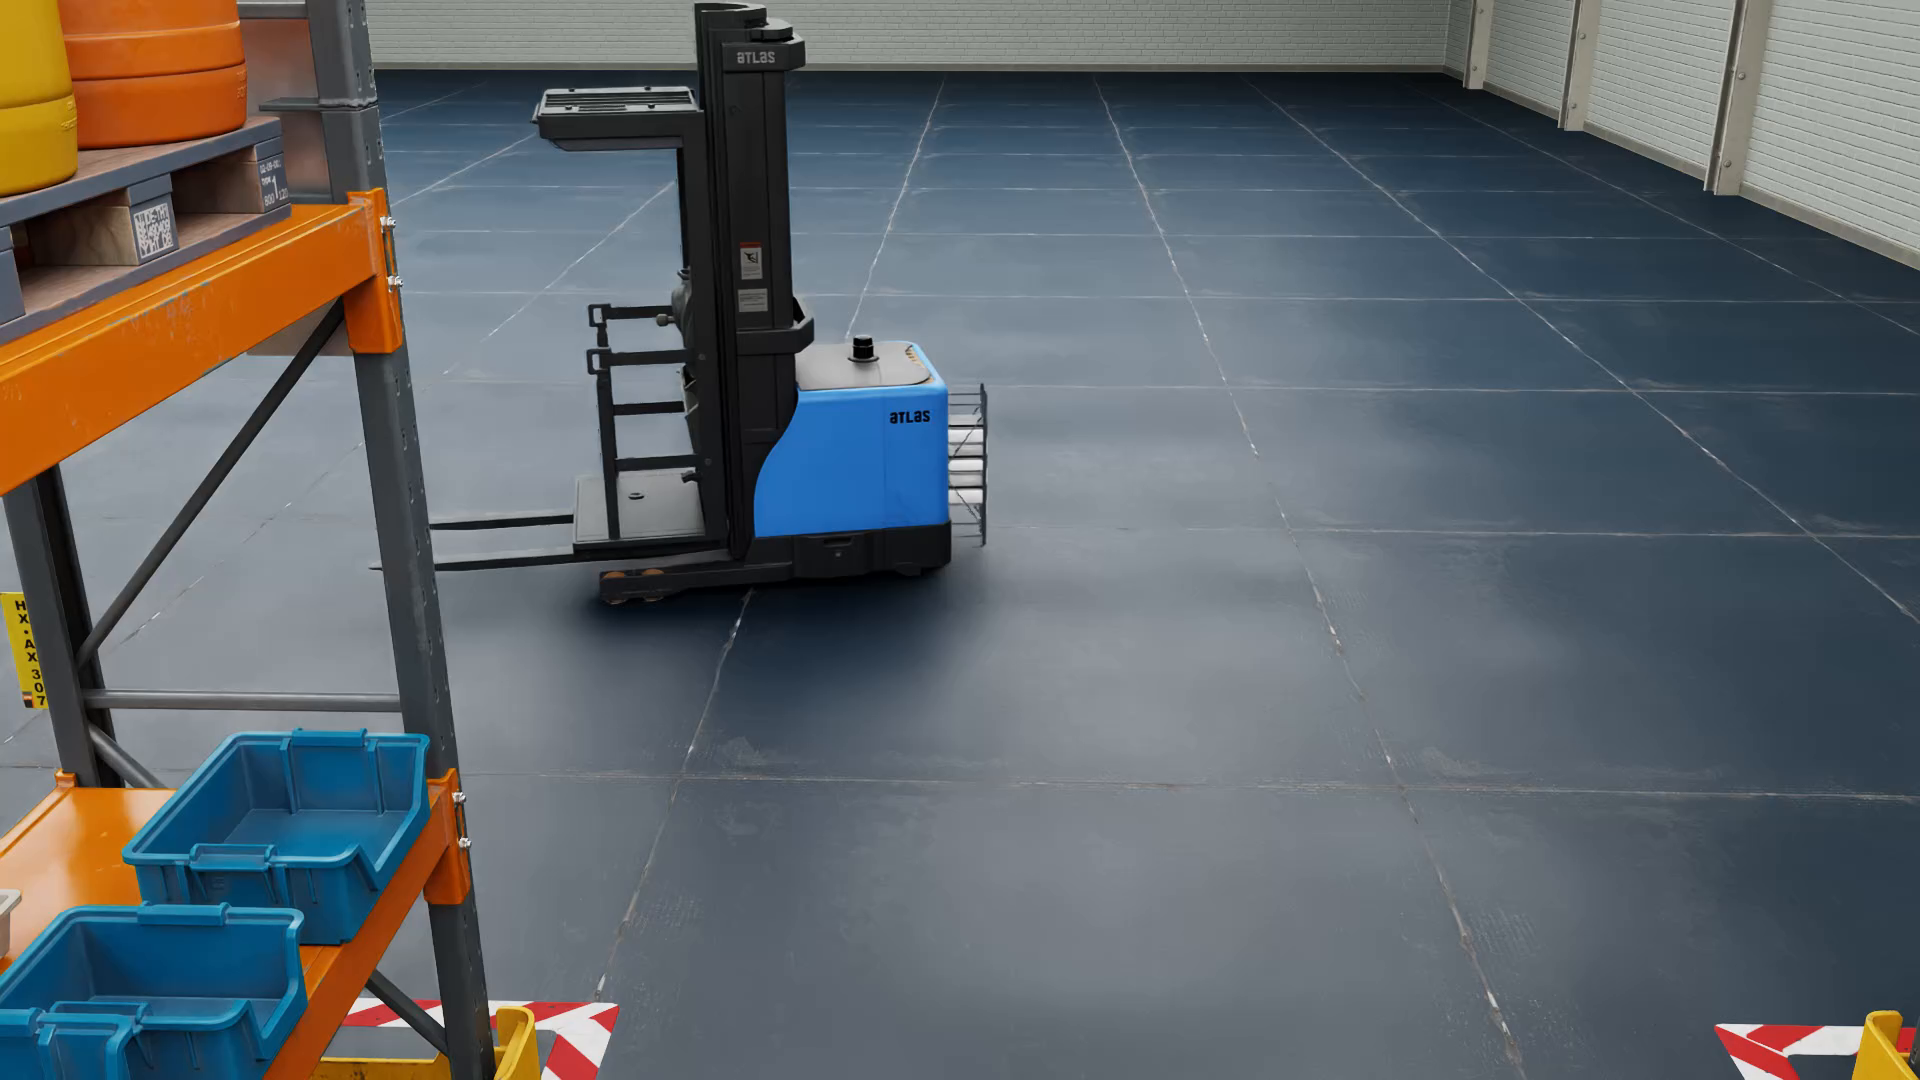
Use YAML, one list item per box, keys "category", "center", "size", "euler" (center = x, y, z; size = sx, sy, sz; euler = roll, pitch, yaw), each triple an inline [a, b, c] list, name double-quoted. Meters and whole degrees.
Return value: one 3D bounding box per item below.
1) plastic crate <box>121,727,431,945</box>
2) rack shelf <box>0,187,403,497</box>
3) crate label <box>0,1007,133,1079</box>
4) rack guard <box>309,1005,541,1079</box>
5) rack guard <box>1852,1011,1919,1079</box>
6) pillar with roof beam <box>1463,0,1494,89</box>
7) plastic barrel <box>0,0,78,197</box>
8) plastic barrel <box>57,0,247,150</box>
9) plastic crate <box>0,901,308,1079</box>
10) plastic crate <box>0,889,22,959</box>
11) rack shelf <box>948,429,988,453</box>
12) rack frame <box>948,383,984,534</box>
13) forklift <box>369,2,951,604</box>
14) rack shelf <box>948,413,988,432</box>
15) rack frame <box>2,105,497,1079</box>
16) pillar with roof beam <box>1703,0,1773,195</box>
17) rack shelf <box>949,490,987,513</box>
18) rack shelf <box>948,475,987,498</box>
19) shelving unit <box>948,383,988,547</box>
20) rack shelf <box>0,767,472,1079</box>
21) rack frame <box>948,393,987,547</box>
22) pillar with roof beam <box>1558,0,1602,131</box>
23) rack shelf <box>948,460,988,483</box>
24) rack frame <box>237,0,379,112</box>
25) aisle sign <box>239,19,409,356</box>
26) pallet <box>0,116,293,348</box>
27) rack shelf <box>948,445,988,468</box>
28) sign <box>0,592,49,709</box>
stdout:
- category: "plastic crate"
  center: [-1.545, 0.676, 3.846]
  size: [0.499, 0.251, 0.616]
  euler: [1, 21, 2]
- category: "rack shelf"
  center: [-1.890, 0.082, 2.018]
  size: [1.077, 0.370, 4.000]
  euler: [1, 21, 2]
- category: "crate label"
  center: [-1.615, 1.074, 2.565]
  size: [0.502, 0.435, 0.616]
  euler: [1, 21, 2]
- category: "rack guard"
  center: [-1.785, 1.615, 4.674]
  size: [1.175, 0.500, 0.348]
  euler: [1, 21, 2]
- category: "rack guard"
  center: [3.122, 1.635, 4.625]
  size: [1.175, 0.500, 0.348]
  euler: [1, 21, 2]
- category: "pillar with roof beam"
  center: [5.526, -12.897, 30.329]
  size: [9.100, 9.000, 0.400]
  euler: [1, 21, 2]
- category: "plastic barrel"
  center: [-1.737, -0.846, 2.576]
  size: [0.600, 0.588, 0.600]
  euler: [0, 21, 0]
- category: "plastic barrel"
  center: [-1.717, -1.195, 3.142]
  size: [0.600, 0.830, 0.708]
  euler: [1, 21, 2]
- category: "plastic crate"
  center: [-1.571, 0.910, 3.241]
  size: [0.499, 0.251, 0.408]
  euler: [1, 21, 2]
- category: "plastic crate"
  center: [-2.178, 0.865, 3.517]
  size: [0.298, 0.136, 0.250]
  euler: [1, 21, 2]
- category: "rack shelf"
  center: [0.021, -0.555, 9.310]
  size: [0.258, 0.077, 0.200]
  euler: [-1, 21, -3]
- category: "rack frame"
  center: [0.015, -0.455, 9.458]
  size: [0.240, 0.900, 0.006]
  euler: [-1, 21, -3]
- category: "forklift"
  center: [-1.618, -1.239, 8.671]
  size: [3.031, 2.935, 1.130]
  euler: [-4, 22, -11]
- category: "rack shelf"
  center: [0.021, -0.639, 9.278]
  size: [0.258, 0.077, 0.200]
  euler: [-1, 21, -3]
- category: "rack frame"
  center: [-1.829, 0.422, 4.294]
  size: [1.000, 3.000, 0.127]
  euler: [1, 21, 2]
- category: "pillar with roof beam"
  center: [5.161, -8.559, 19.147]
  size: [9.100, 9.000, 0.400]
  euler: [1, 21, 2]
- category: "rack shelf"
  center: [0.021, -0.220, 9.441]
  size: [0.258, 0.077, 0.200]
  euler: [-1, 21, -3]
- category: "rack shelf"
  center: [0.021, -0.304, 9.408]
  size: [0.258, 0.077, 0.200]
  euler: [-1, 21, -3]
- category: "shelving unit"
  center: [0.021, -0.419, 9.364]
  size: [0.258, 0.900, 0.210]
  euler: [-1, 21, -3]
- category: "rack shelf"
  center: [-1.890, 1.481, 2.561]
  size: [1.077, 0.370, 4.000]
  euler: [1, 21, 2]
- category: "rack frame"
  center: [0.027, -0.382, 9.269]
  size: [0.240, 0.900, 0.006]
  euler: [-1, 21, -3]
- category: "pillar with roof beam"
  center: [5.343, -10.728, 24.738]
  size: [9.100, 9.000, 0.400]
  euler: [1, 21, 2]
- category: "rack shelf"
  center: [0.021, -0.387, 9.376]
  size: [0.258, 0.077, 0.200]
  euler: [-1, 21, -3]
- category: "rack frame"
  center: [-1.829, -2.375, 3.209]
  size: [1.000, 3.000, 0.127]
  euler: [1, 21, 2]
- category: "aisle sign"
  center: [-1.530, -0.813, 3.883]
  size: [0.394, 0.787, 0.004]
  euler: [1, 21, 2]
- category: "pallet"
  center: [-1.952, -0.590, 3.018]
  size: [1.003, 0.211, 1.213]
  euler: [1, 21, 2]
- category: "rack shelf"
  center: [0.021, -0.471, 9.343]
  size: [0.258, 0.077, 0.200]
  euler: [-1, 21, -3]
- category: "sign"
  center: [-2.379, 0.285, 4.264]
  size: [0.100, 0.325, 0.005]
  euler: [1, 21, 2]
